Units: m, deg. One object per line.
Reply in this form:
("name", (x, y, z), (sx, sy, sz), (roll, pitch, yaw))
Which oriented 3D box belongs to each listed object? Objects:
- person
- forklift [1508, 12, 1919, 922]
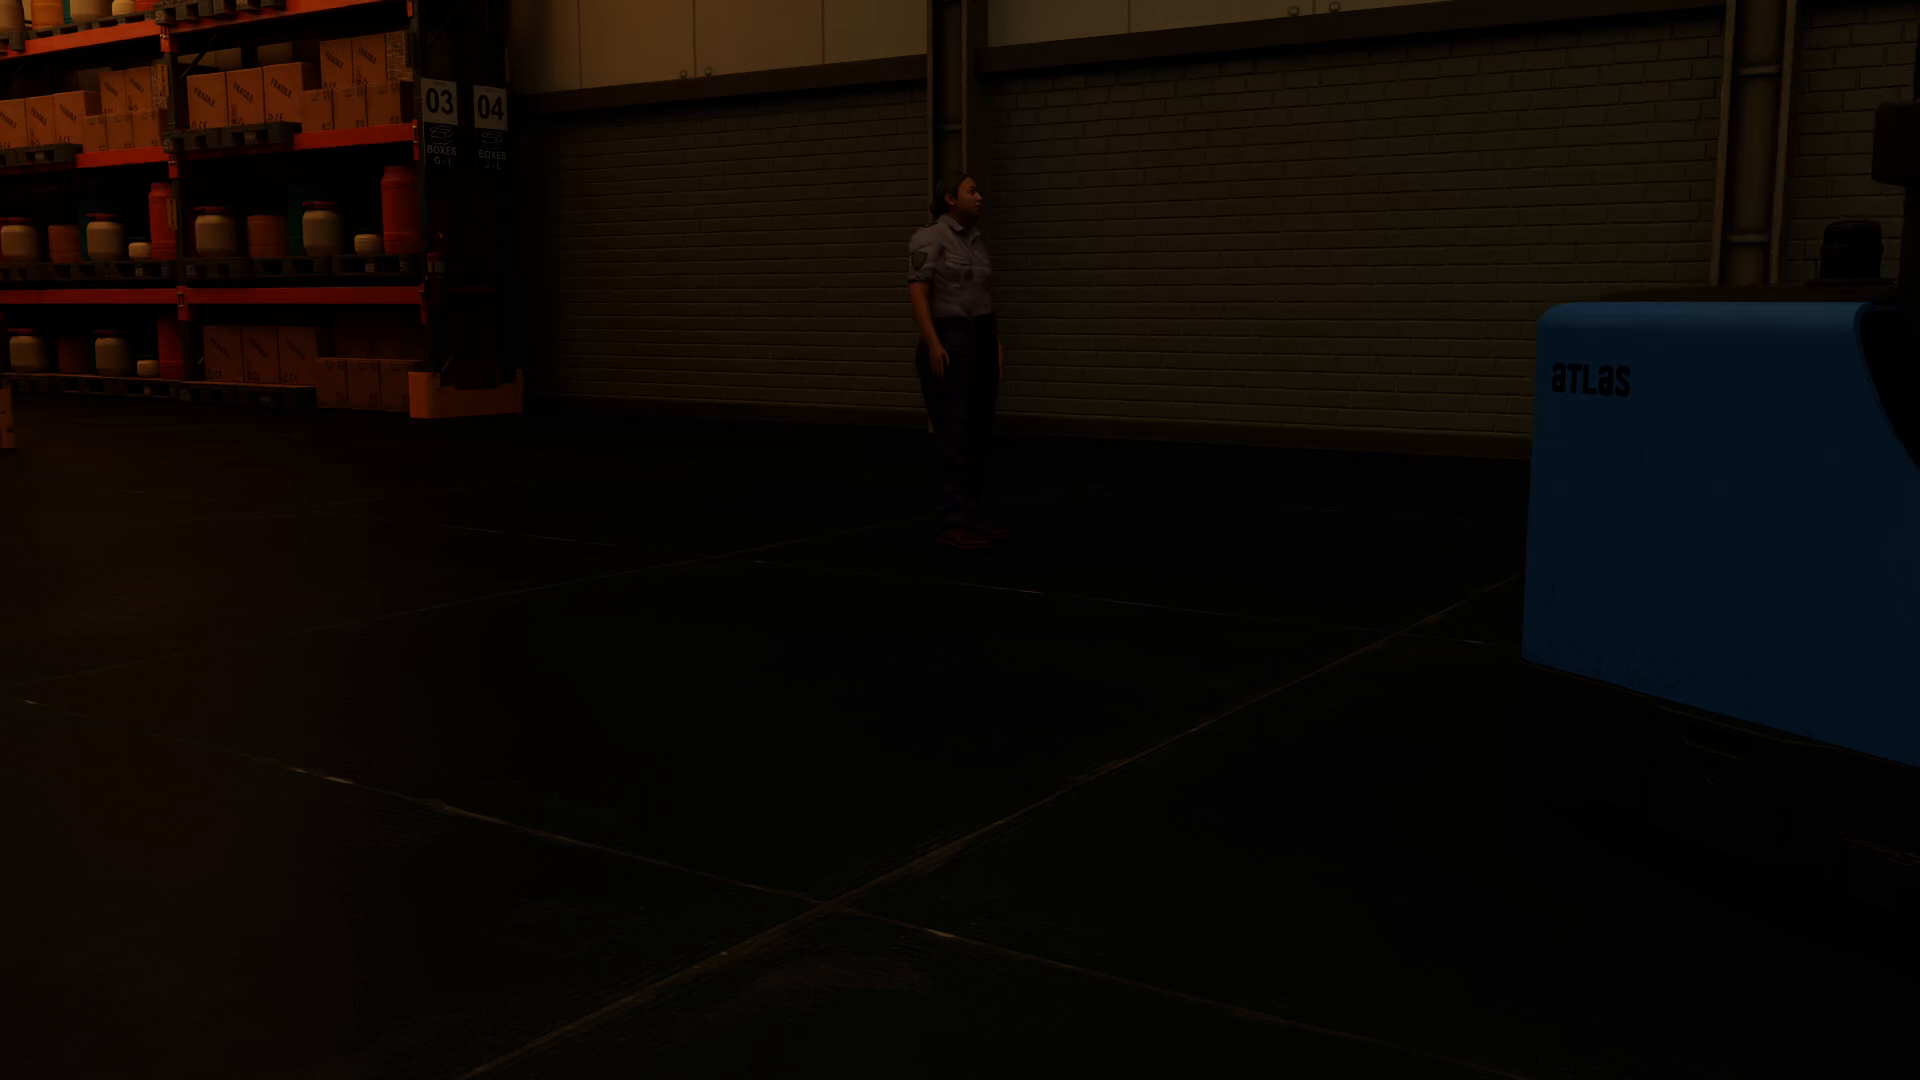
("person", (0.062, -0.813, 7.418), (0.502, 1.651, 0.598), (5, 10, 34))
("forklift", (2.261, -0.729, 2.316), (1.130, 2.935, 3.031), (-4, 9, -24))
